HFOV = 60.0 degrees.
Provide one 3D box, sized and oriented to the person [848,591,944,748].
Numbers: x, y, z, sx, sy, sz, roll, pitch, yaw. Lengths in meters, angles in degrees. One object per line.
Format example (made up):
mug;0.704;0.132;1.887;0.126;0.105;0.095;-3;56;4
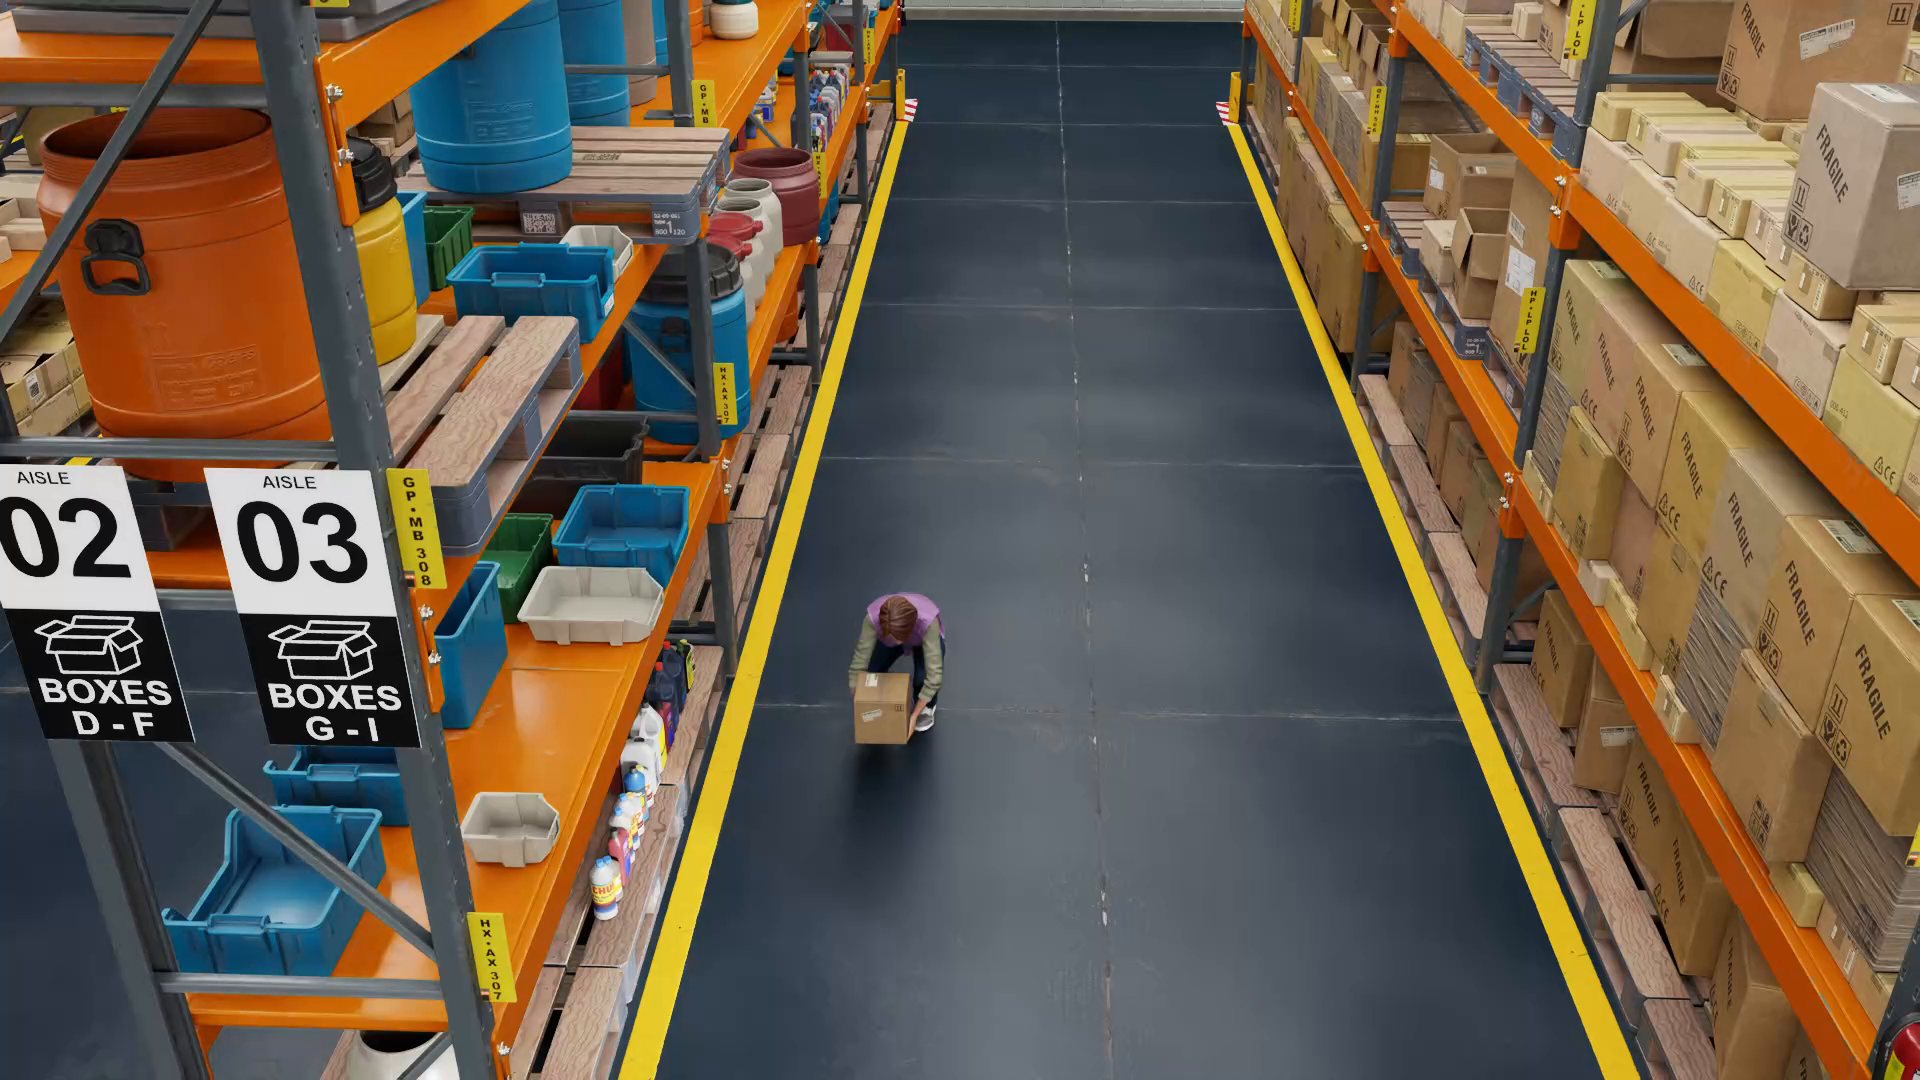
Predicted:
person;-0.296;0.577;8.317;0.442;0.892;0.821;7;29;12
